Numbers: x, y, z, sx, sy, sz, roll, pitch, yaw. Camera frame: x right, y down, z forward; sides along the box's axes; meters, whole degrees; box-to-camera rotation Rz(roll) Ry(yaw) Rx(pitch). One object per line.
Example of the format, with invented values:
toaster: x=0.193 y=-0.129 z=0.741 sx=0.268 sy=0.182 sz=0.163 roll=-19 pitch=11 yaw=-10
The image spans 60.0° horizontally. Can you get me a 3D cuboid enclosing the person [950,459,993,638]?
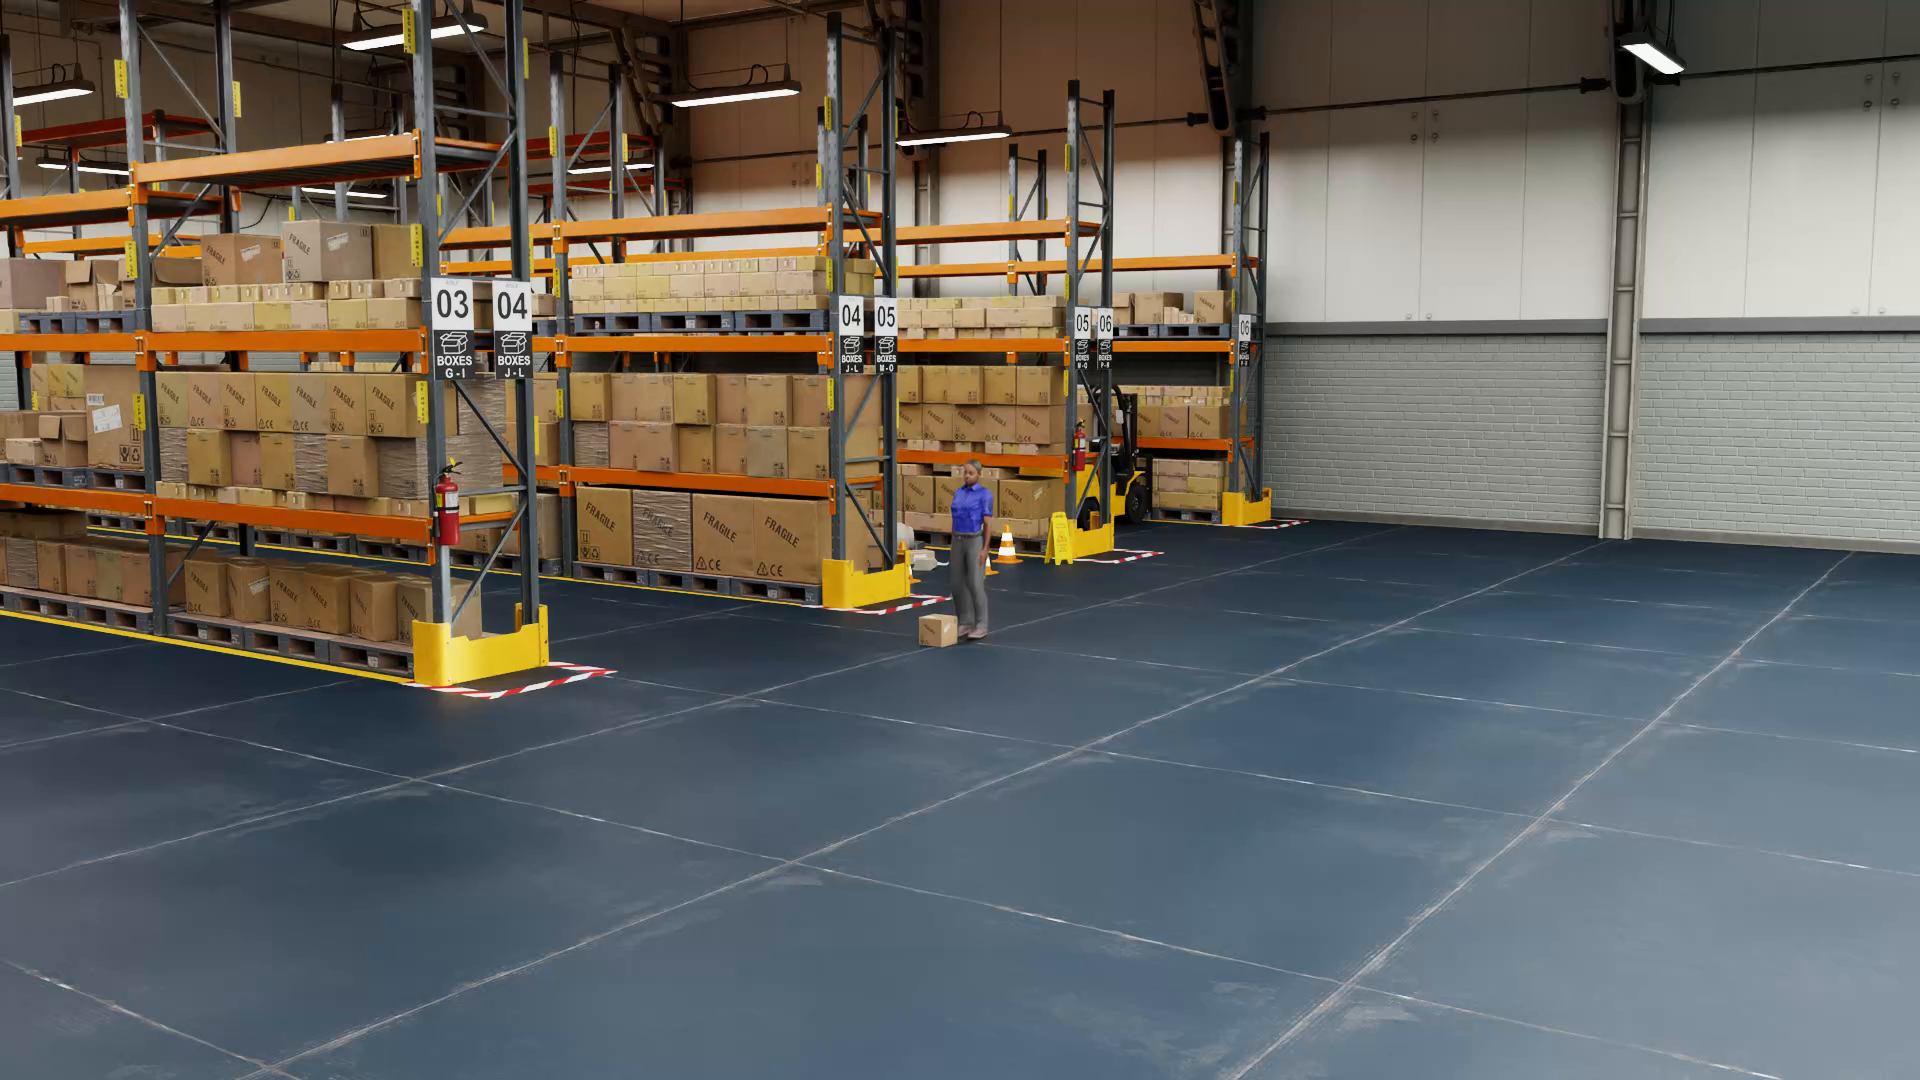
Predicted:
person: x=0.092 y=0.081 z=15.384 sx=0.439 sy=1.657 sz=0.349 roll=5 pitch=8 yaw=35
